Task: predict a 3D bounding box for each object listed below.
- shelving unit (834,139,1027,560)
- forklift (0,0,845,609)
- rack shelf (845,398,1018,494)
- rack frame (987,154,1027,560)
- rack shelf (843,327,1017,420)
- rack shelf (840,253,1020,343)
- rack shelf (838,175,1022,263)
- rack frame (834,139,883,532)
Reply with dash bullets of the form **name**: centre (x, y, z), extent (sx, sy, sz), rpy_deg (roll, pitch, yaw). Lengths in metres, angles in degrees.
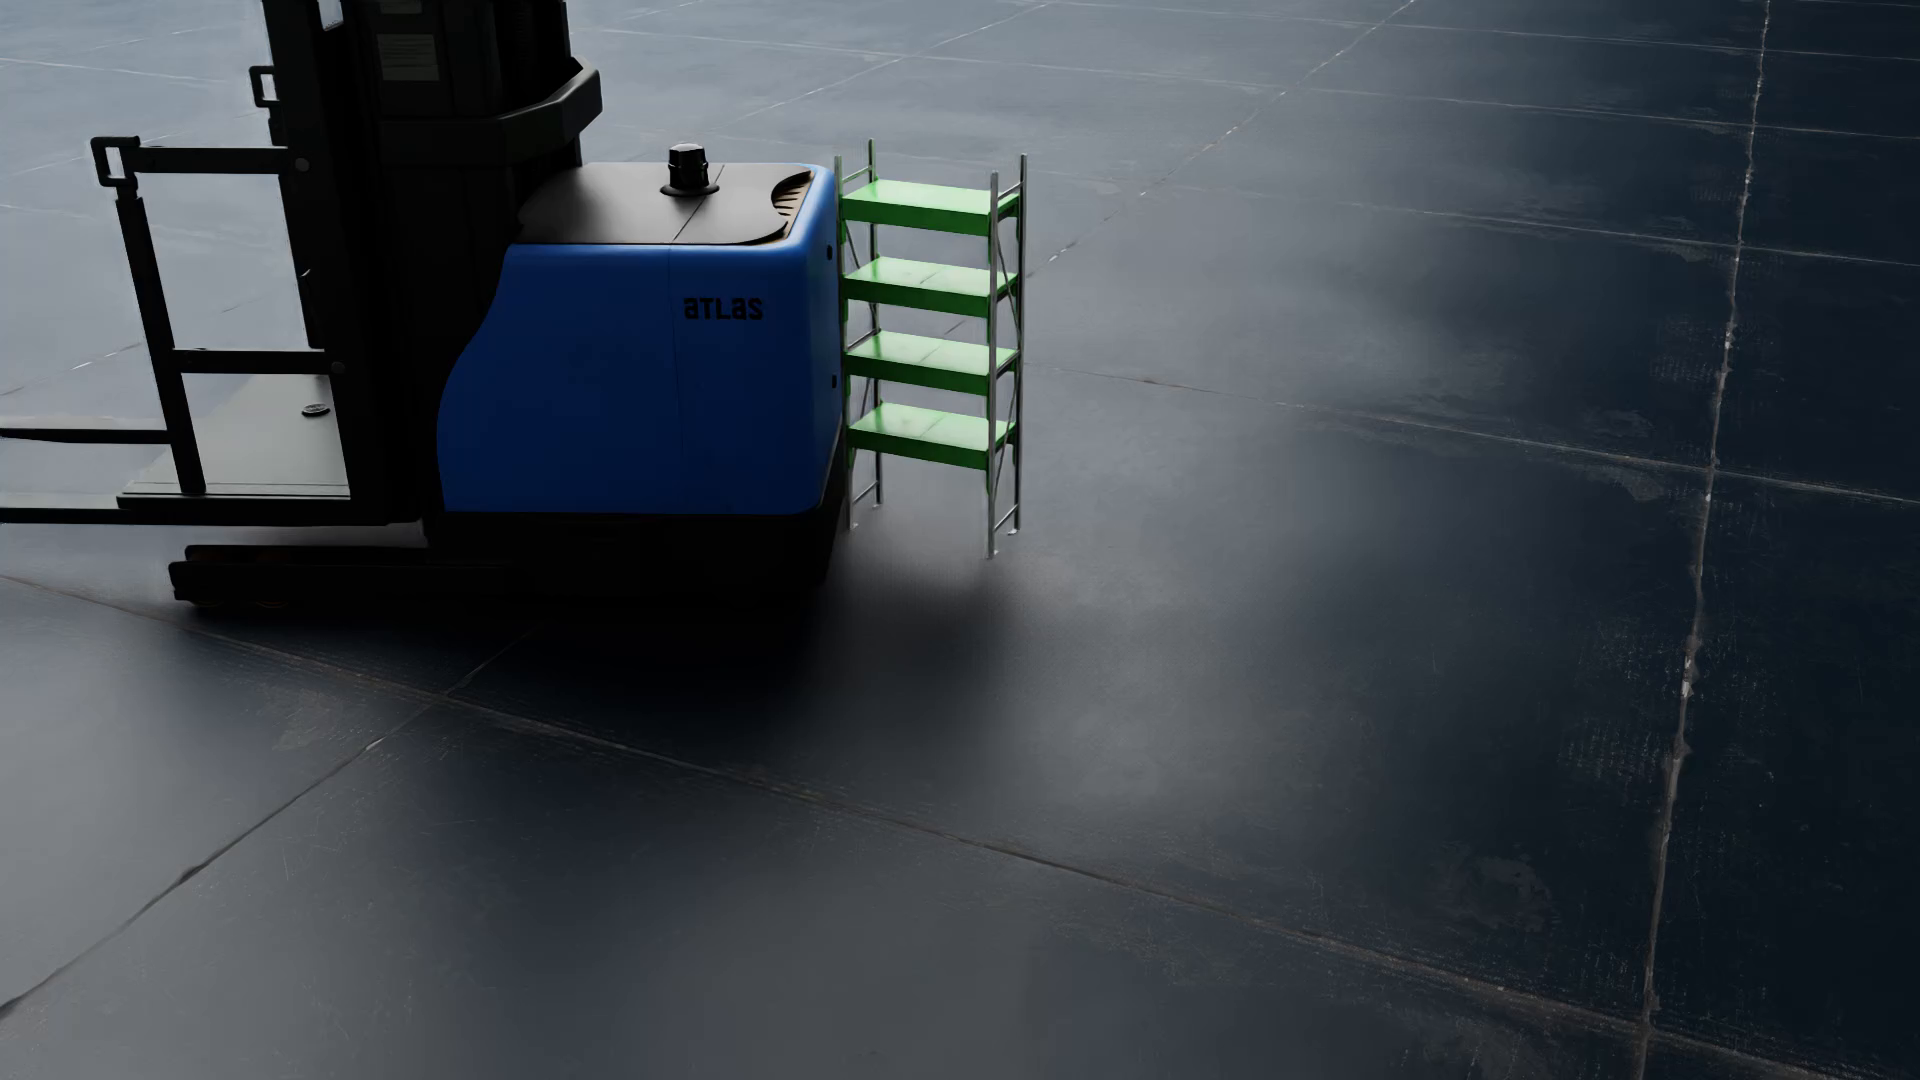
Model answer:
- **shelving unit**: centre (-0.085, -0.570, 5.049), extent (0.503, 1.200, 0.258), rpy_deg (11, 28, 21)
- **forklift**: centre (-1.896, -1.348, 4.669), extent (3.031, 2.935, 1.130), rpy_deg (1, 26, 1)
- **rack shelf**: centre (-0.085, -0.297, 5.183), extent (0.480, 0.148, 0.258), rpy_deg (11, 28, 21)
- **rack frame**: centre (0.139, -0.527, 4.961), extent (0.015, 1.200, 0.240), rpy_deg (11, 28, 21)
- **rack shelf**: centre (-0.085, -0.512, 5.077), extent (0.480, 0.148, 0.258), rpy_deg (11, 28, 21)
- **rack shelf**: centre (-0.085, -0.728, 4.971), extent (0.480, 0.148, 0.258), rpy_deg (11, 28, 21)
- **rack shelf**: centre (-0.085, -0.943, 4.865), extent (0.480, 0.148, 0.258), rpy_deg (11, 28, 21)
- **rack frame**: centre (-0.309, -0.613, 5.136), extent (0.015, 1.200, 0.240), rpy_deg (11, 28, 21)
